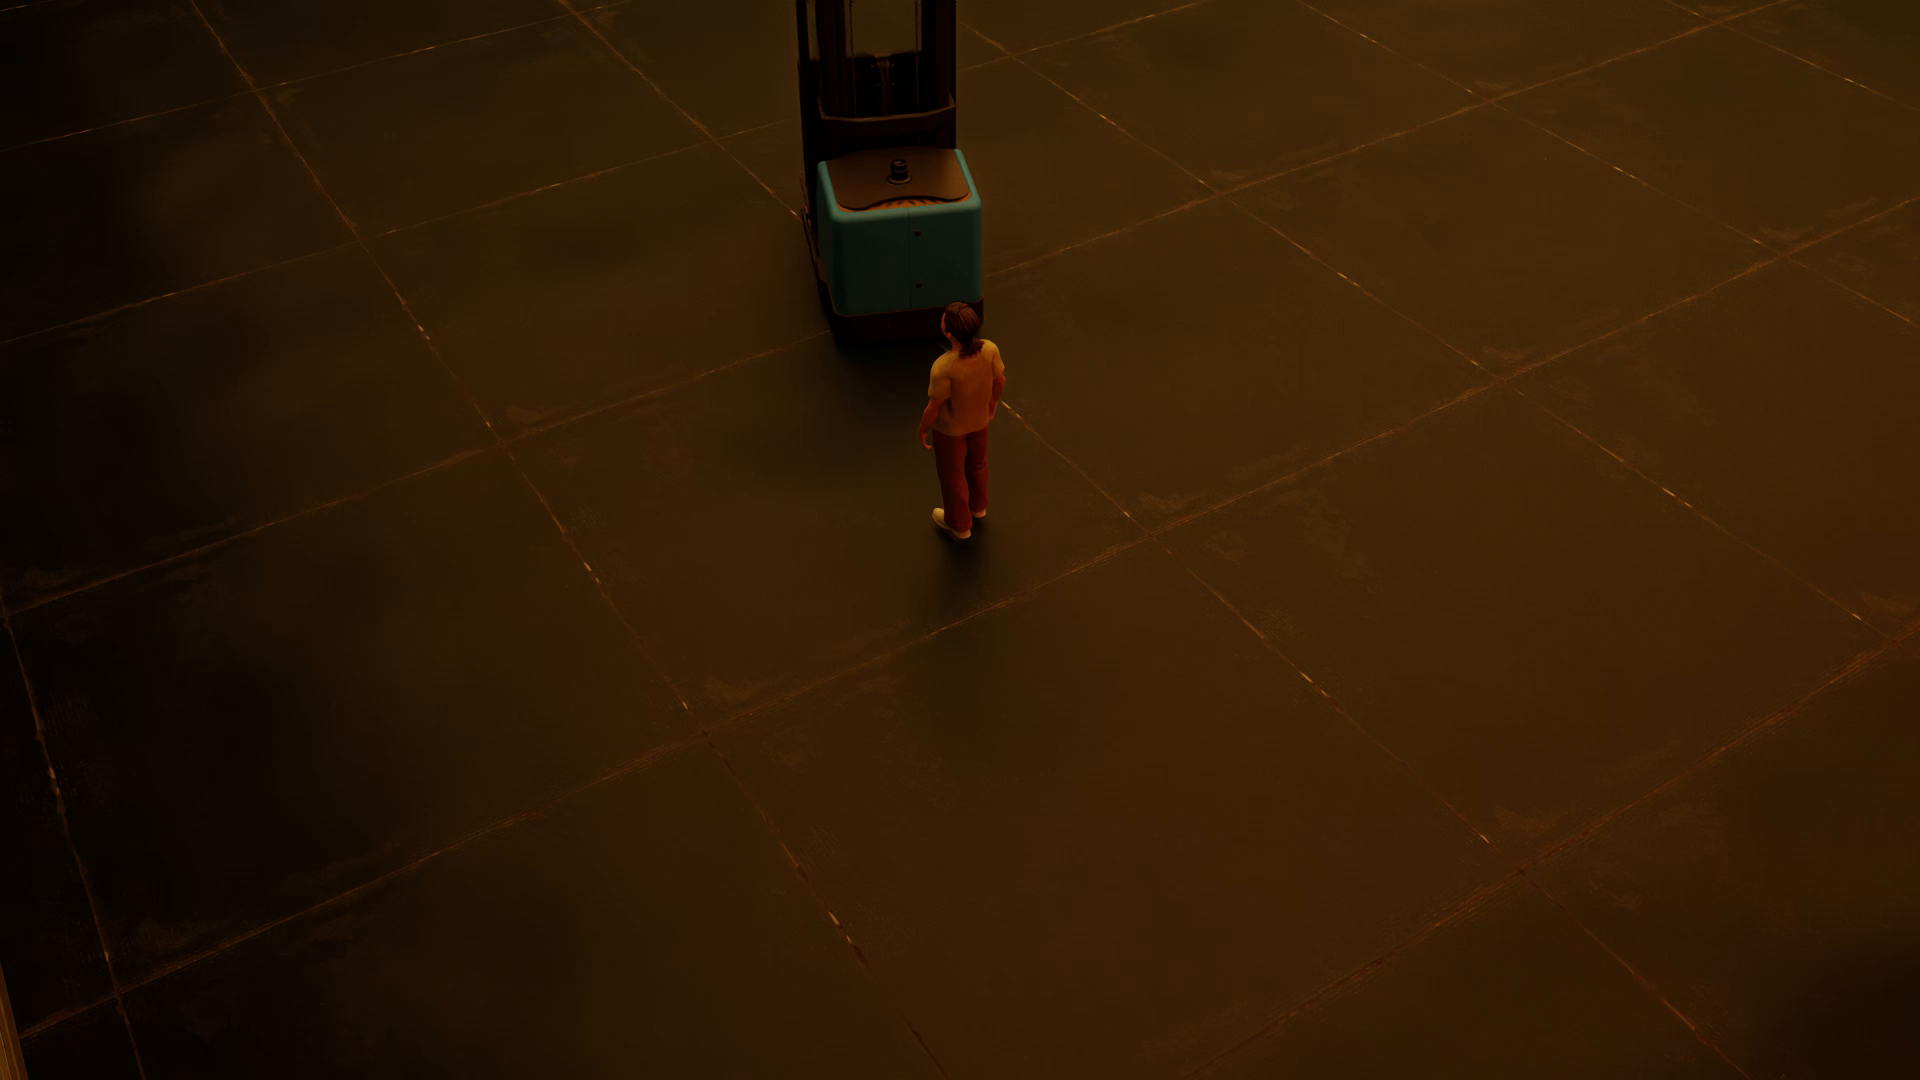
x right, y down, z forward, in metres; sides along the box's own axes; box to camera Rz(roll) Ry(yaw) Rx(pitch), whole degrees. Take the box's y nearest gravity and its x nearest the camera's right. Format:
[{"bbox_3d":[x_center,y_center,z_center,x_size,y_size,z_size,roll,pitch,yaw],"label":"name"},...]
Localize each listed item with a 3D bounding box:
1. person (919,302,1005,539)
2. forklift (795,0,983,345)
[{"bbox_3d":[-0.030,-0.712,9.567,0.552,1.675,0.548,-23,46,-24],"label":"person"},{"bbox_3d":[-0.618,-3.430,11.796,1.130,2.935,3.031,-7,42,-8],"label":"forklift"}]
